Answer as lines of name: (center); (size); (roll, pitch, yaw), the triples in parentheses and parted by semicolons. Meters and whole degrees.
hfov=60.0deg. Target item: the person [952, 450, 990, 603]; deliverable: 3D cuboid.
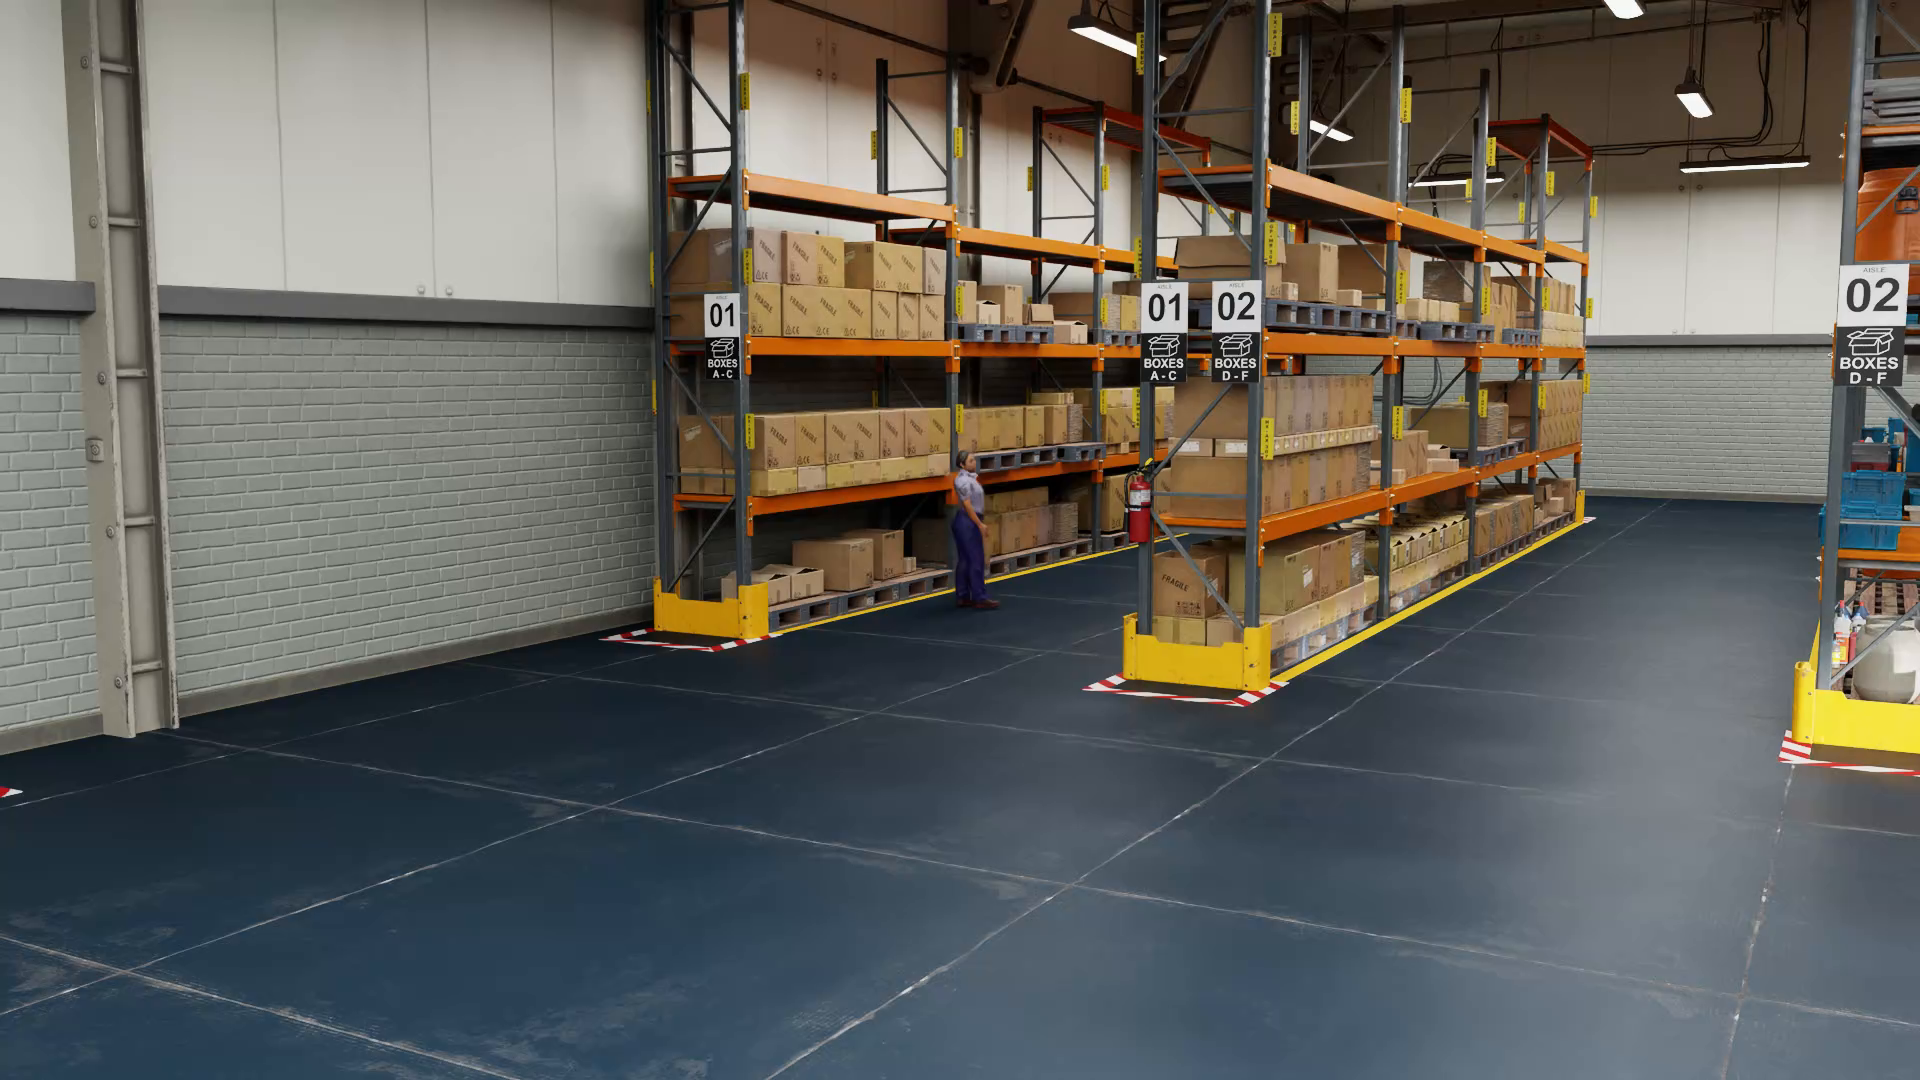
person: (0.121, -0.153, 17.402); (0.396, 1.581, 0.494); (0, 6, 2)
